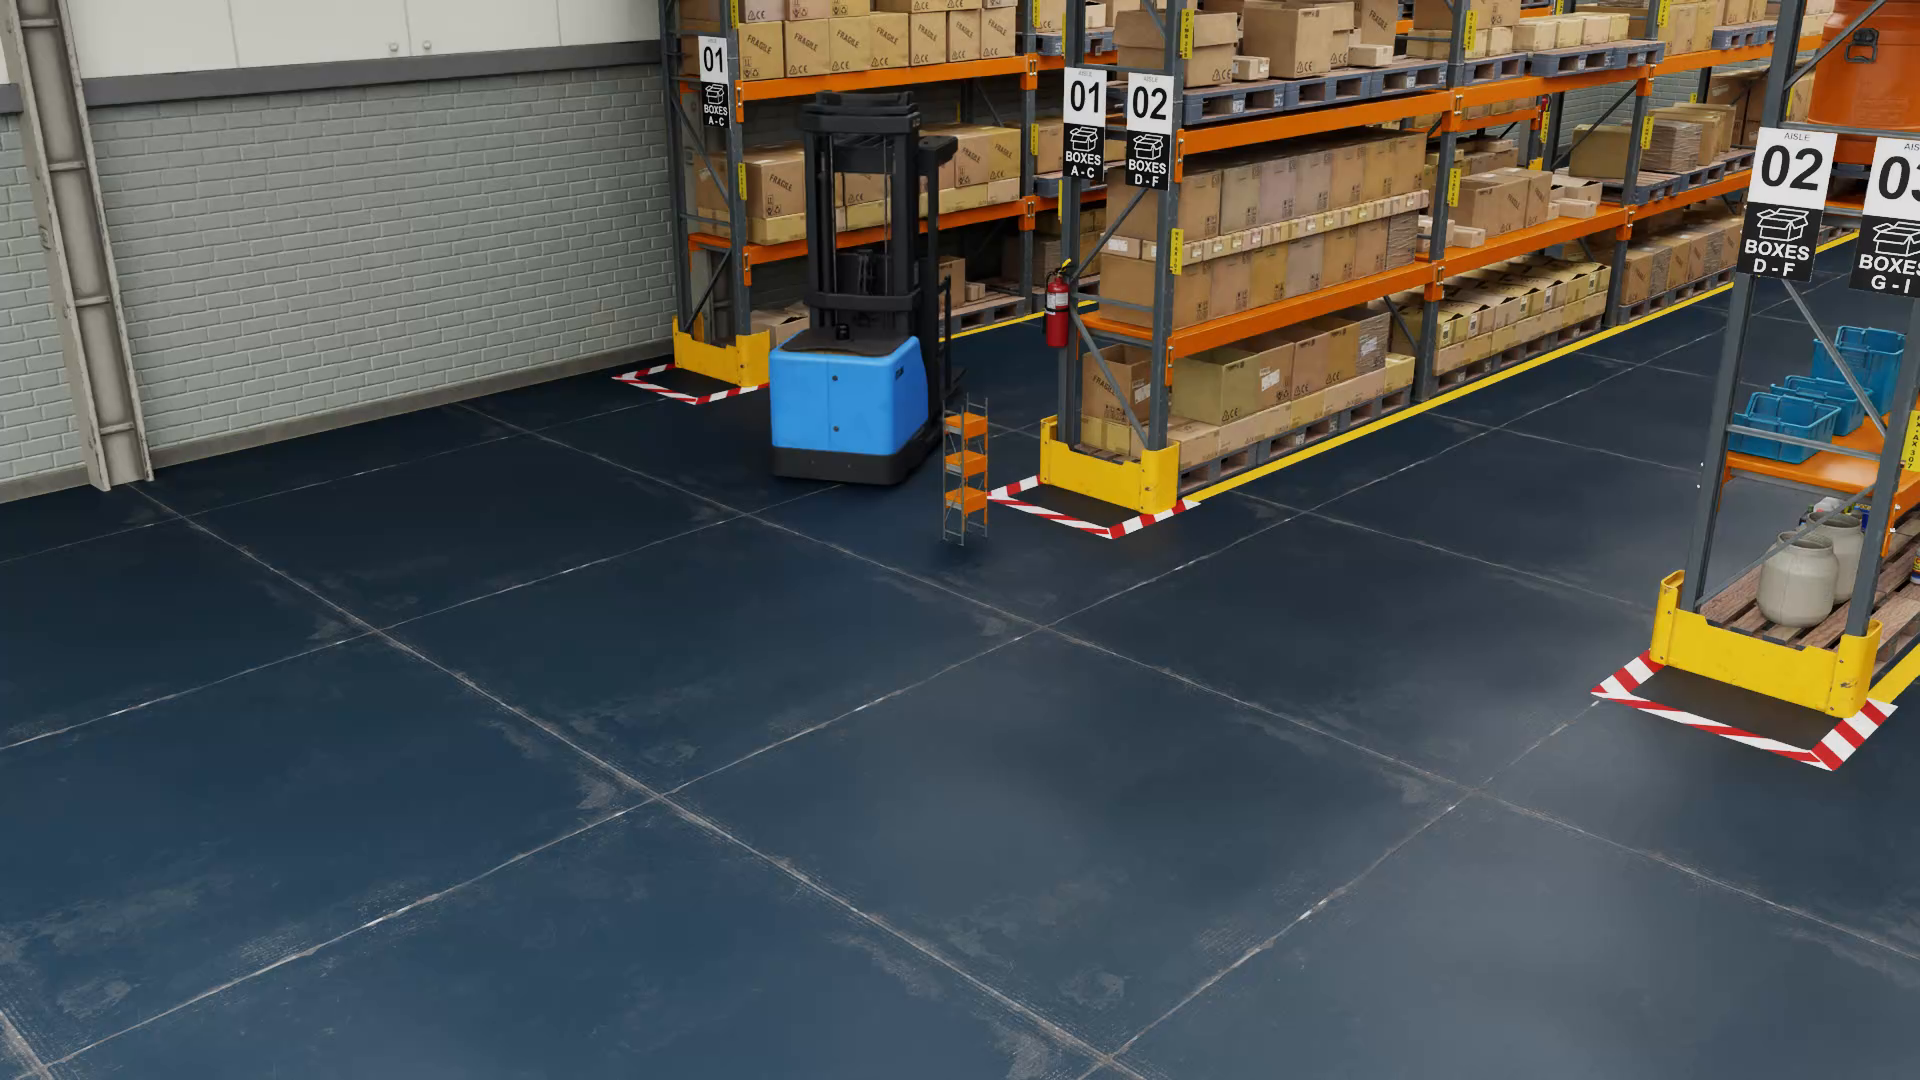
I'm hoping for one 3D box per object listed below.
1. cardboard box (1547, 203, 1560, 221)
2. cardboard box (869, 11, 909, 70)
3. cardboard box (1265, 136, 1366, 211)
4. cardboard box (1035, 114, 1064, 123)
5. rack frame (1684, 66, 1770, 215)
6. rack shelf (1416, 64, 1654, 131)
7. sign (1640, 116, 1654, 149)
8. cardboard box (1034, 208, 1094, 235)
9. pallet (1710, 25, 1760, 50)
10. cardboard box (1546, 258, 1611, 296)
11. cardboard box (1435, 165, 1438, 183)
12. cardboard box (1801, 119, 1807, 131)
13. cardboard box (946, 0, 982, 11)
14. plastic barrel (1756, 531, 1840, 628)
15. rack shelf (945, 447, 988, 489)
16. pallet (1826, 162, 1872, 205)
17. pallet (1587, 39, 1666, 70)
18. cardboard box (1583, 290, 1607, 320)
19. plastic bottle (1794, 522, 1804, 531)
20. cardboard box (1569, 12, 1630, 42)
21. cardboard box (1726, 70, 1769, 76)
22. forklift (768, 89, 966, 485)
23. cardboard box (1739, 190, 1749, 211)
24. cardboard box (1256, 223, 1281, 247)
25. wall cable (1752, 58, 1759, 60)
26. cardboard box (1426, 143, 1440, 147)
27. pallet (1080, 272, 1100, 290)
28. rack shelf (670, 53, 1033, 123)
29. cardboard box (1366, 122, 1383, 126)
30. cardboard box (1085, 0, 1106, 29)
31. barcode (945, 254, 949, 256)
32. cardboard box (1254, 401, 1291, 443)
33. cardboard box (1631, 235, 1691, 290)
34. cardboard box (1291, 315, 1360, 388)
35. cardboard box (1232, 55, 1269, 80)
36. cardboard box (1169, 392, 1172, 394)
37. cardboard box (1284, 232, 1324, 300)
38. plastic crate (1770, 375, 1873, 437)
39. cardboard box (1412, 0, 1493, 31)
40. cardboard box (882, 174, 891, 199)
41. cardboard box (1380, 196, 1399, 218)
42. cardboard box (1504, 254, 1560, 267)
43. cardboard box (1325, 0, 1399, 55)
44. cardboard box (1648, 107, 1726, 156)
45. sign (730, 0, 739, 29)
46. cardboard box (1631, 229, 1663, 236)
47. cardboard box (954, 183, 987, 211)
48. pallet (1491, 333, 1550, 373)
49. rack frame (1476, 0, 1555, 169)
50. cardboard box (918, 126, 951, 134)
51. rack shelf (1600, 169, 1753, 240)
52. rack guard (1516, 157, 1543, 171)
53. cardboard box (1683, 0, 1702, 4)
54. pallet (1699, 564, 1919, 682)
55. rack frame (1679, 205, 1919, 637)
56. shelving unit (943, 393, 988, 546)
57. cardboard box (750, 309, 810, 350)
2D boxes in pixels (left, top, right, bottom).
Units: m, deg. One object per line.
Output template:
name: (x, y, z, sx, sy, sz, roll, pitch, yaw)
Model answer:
cardboard box: (5.898, -3.375, 17.025, 0.250, 0.149, 0.380, -18, 27, -38)
cardboard box: (-0.855, -4.903, 16.302, 0.500, 0.500, 0.500, -18, 27, -39)
cardboard box: (2.951, -3.084, 13.970, 0.700, 0.500, 0.500, 19, 28, 41)
cardboard box: (1.180, -4.561, 19.008, 0.500, 0.500, 0.700, -17, 27, -37)
rack frame: (9.538, -4.863, 20.545, 1.000, 3.000, 0.127, 19, 28, 41)
rack shelf: (5.352, -4.385, 16.123, 1.077, 0.370, 4.000, 19, 28, 41)
sign: (7.148, -4.237, 17.303, 0.100, 0.325, 0.005, 19, 28, 41)
cardboard box: (1.212, -3.741, 19.453, 0.500, 0.250, 0.500, 19, 28, 40)
pallet: (8.312, -5.758, 18.954, 1.213, 0.211, 1.003, 19, 28, 41)
cardboard box: (6.559, -2.812, 17.676, 0.500, 0.311, 0.500, -19, 28, -41)
cardboard box: (6.934, -5.426, 24.908, 0.700, 0.500, 0.500, 19, 28, 40)
cardboard box: (10.444, -5.105, 21.035, 0.500, 0.500, 0.500, -20, 28, -41)
cardboard box: (-0.127, -5.627, 16.792, 0.500, 0.500, 0.500, -18, 28, -39)
plastic barrel: (5.118, 0.240, 10.152, 0.421, 0.512, 0.421, 0, 21, 0)
rack shelf: (0.037, -0.494, 11.926, 0.215, 0.259, 0.240, 19, 28, 41)
pallet: (5.360, -2.037, 9.277, 1.003, 0.211, 1.213, 19, 28, 41)
pallet: (6.338, -4.950, 16.853, 1.003, 0.211, 1.213, -19, 28, -40)
cardboard box: (6.555, -2.551, 17.777, 0.500, 0.250, 0.500, -19, 28, -41)
plastic bottle: (5.680, -0.018, 11.228, 0.097, 0.201, 0.097, 0, 21, 0)
cardboard box: (6.471, -5.230, 16.943, 0.500, 0.250, 0.500, 17, 27, 37)
cardboard box: (10.061, -5.703, 21.199, 0.500, 0.500, 0.500, 19, 28, 40)
forklift: (-0.647, -2.295, 13.960, 1.130, 2.935, 3.031, 5, 22, 13)
cardboard box: (10.845, -4.387, 22.174, 0.797, 0.503, 0.637, 19, 28, 41)
cardboard box: (2.314, -2.440, 13.199, 0.380, 0.149, 0.250, 18, 27, 39)
wall cable: (12.978, -9.845, 29.474, 3.097, 2.526, 0.112, 19, 28, 41)
cardboard box: (7.244, -5.948, 25.362, 0.380, 0.149, 0.250, 19, 28, 40)
pallet: (1.799, -3.259, 20.260, 1.003, 0.211, 1.213, 19, 28, 41)
rack shelf: (-0.990, -4.595, 16.671, 1.077, 0.370, 4.000, 19, 28, 41)
cardboard box: (5.496, -5.981, 22.873, 0.500, 0.500, 0.500, 20, 28, 41)
cardboard box: (1.274, -5.878, 18.546, 0.500, 0.311, 0.500, -19, 28, -40)
barcode: (-0.143, -3.154, 18.525, 0.001, 0.075, 0.075, 19, 28, 41)
cardboard box: (2.396, -1.031, 13.822, 0.500, 0.250, 0.500, 19, 28, 41)
cardboard box: (7.985, -3.182, 19.044, 0.500, 0.500, 0.500, 19, 28, 40)
cardboard box: (3.087, -1.640, 14.362, 0.500, 0.500, 0.500, 19, 28, 41)
cardboard box: (2.114, -3.581, 12.598, 0.380, 0.149, 0.250, 19, 28, 41)
cardboard box: (2.017, -1.163, 14.166, 0.500, 0.250, 0.500, 19, 28, 41)
cardboard box: (2.580, -2.340, 13.843, 0.500, 0.500, 0.700, -19, 28, -40)
plastic crate: (5.305, -0.837, 10.278, 0.499, 0.251, 0.408, 19, 28, 41)
cardboard box: (4.416, -4.831, 14.860, 0.500, 0.500, 0.500, 20, 29, 41)
cardboard box: (-0.768, -3.745, 16.773, 0.500, 0.500, 0.500, -19, 28, -40)
cardboard box: (3.566, -2.901, 14.398, 0.380, 0.149, 0.250, 18, 28, 39)
cardboard box: (6.172, -2.948, 18.028, 0.500, 0.311, 0.500, -19, 28, -40)
cardboard box: (3.417, -4.451, 14.373, 0.500, 0.500, 0.500, -17, 27, -38)
cardboard box: (8.613, -4.847, 19.779, 0.500, 0.500, 0.700, -15, 26, -34)
sign: (-1.996, -4.689, 14.694, 0.100, 0.325, 0.005, 19, 28, 41)
cardboard box: (7.955, -3.442, 19.719, 0.500, 0.500, 0.500, 18, 27, 39)
cardboard box: (-0.061, -3.661, 17.599, 0.500, 0.250, 0.500, 19, 28, 41)
pallet: (5.294, -2.019, 17.033, 1.003, 0.211, 1.213, 19, 28, 41)
rack frame: (8.777, -7.130, 26.443, 1.000, 3.000, 0.127, 19, 28, 41)
cardboard box: (-0.436, -4.134, 17.785, 0.500, 0.500, 0.500, 19, 28, 40)
rack shelf: (8.143, -4.013, 19.336, 1.077, 0.370, 4.000, 19, 28, 41)
rack guard: (8.793, -5.969, 26.908, 1.175, 0.500, 0.348, 19, 28, 41)
cardboard box: (7.768, -6.121, 18.104, 0.500, 0.500, 0.500, 19, 28, 41)
pallet: (5.303, 0.526, 10.413, 1.003, 0.211, 1.213, 19, 28, 41)
rack frame: (4.713, -0.537, 9.292, 1.000, 3.000, 0.127, 19, 28, 41)
shelving unit: (0.037, -0.504, 11.922, 0.215, 1.050, 0.252, 19, 28, 41)
cardboard box: (-1.838, -2.122, 16.550, 0.500, 0.311, 0.500, 15, 26, 35)
